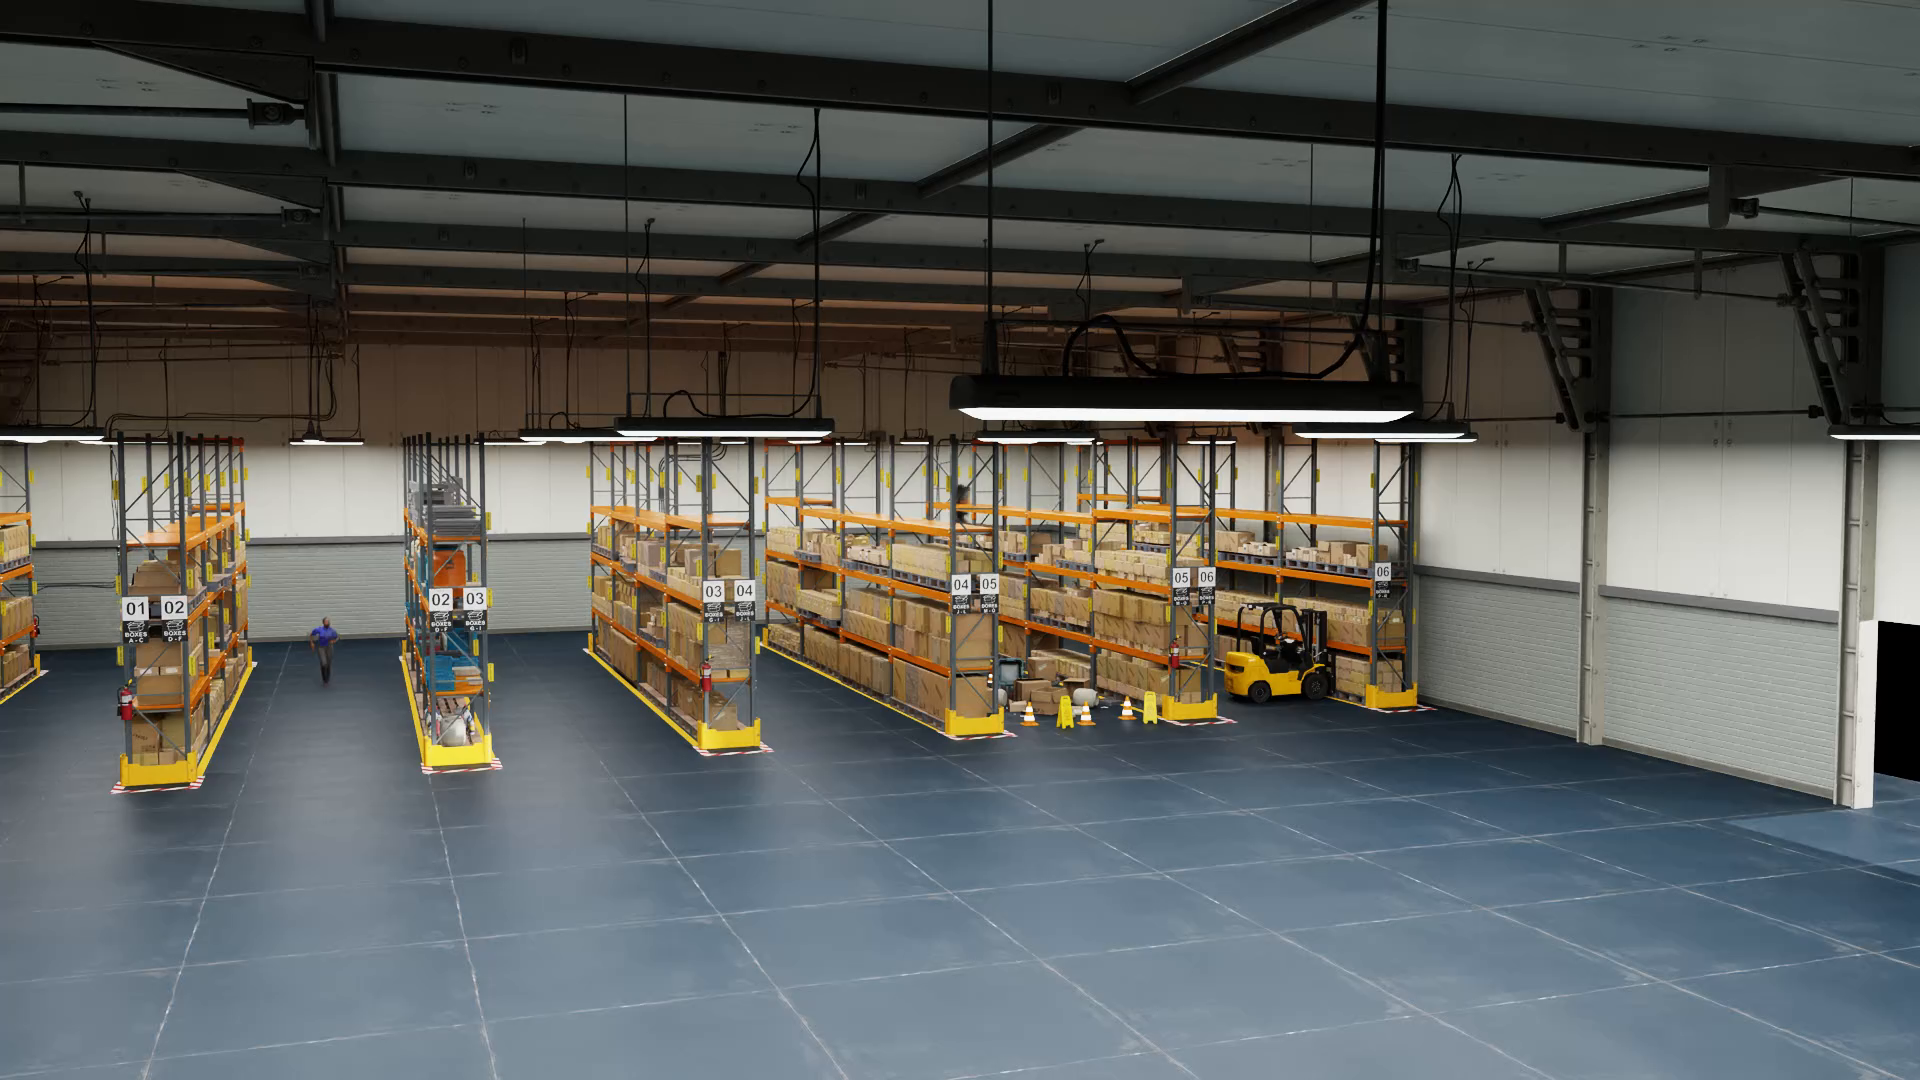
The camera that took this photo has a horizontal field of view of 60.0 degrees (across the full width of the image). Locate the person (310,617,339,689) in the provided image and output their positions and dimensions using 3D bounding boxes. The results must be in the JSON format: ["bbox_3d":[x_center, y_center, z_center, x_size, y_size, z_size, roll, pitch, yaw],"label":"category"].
[{"bbox_3d":[-15.244,2.692,39.889,0.619,1.703,0.872,-2,4,-32],"label":"person"}]

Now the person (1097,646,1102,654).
[{"bbox_3d":[3.629,2.524,43.742,0.530,1.525,0.784,-2,4,-36],"label":"person"}]
